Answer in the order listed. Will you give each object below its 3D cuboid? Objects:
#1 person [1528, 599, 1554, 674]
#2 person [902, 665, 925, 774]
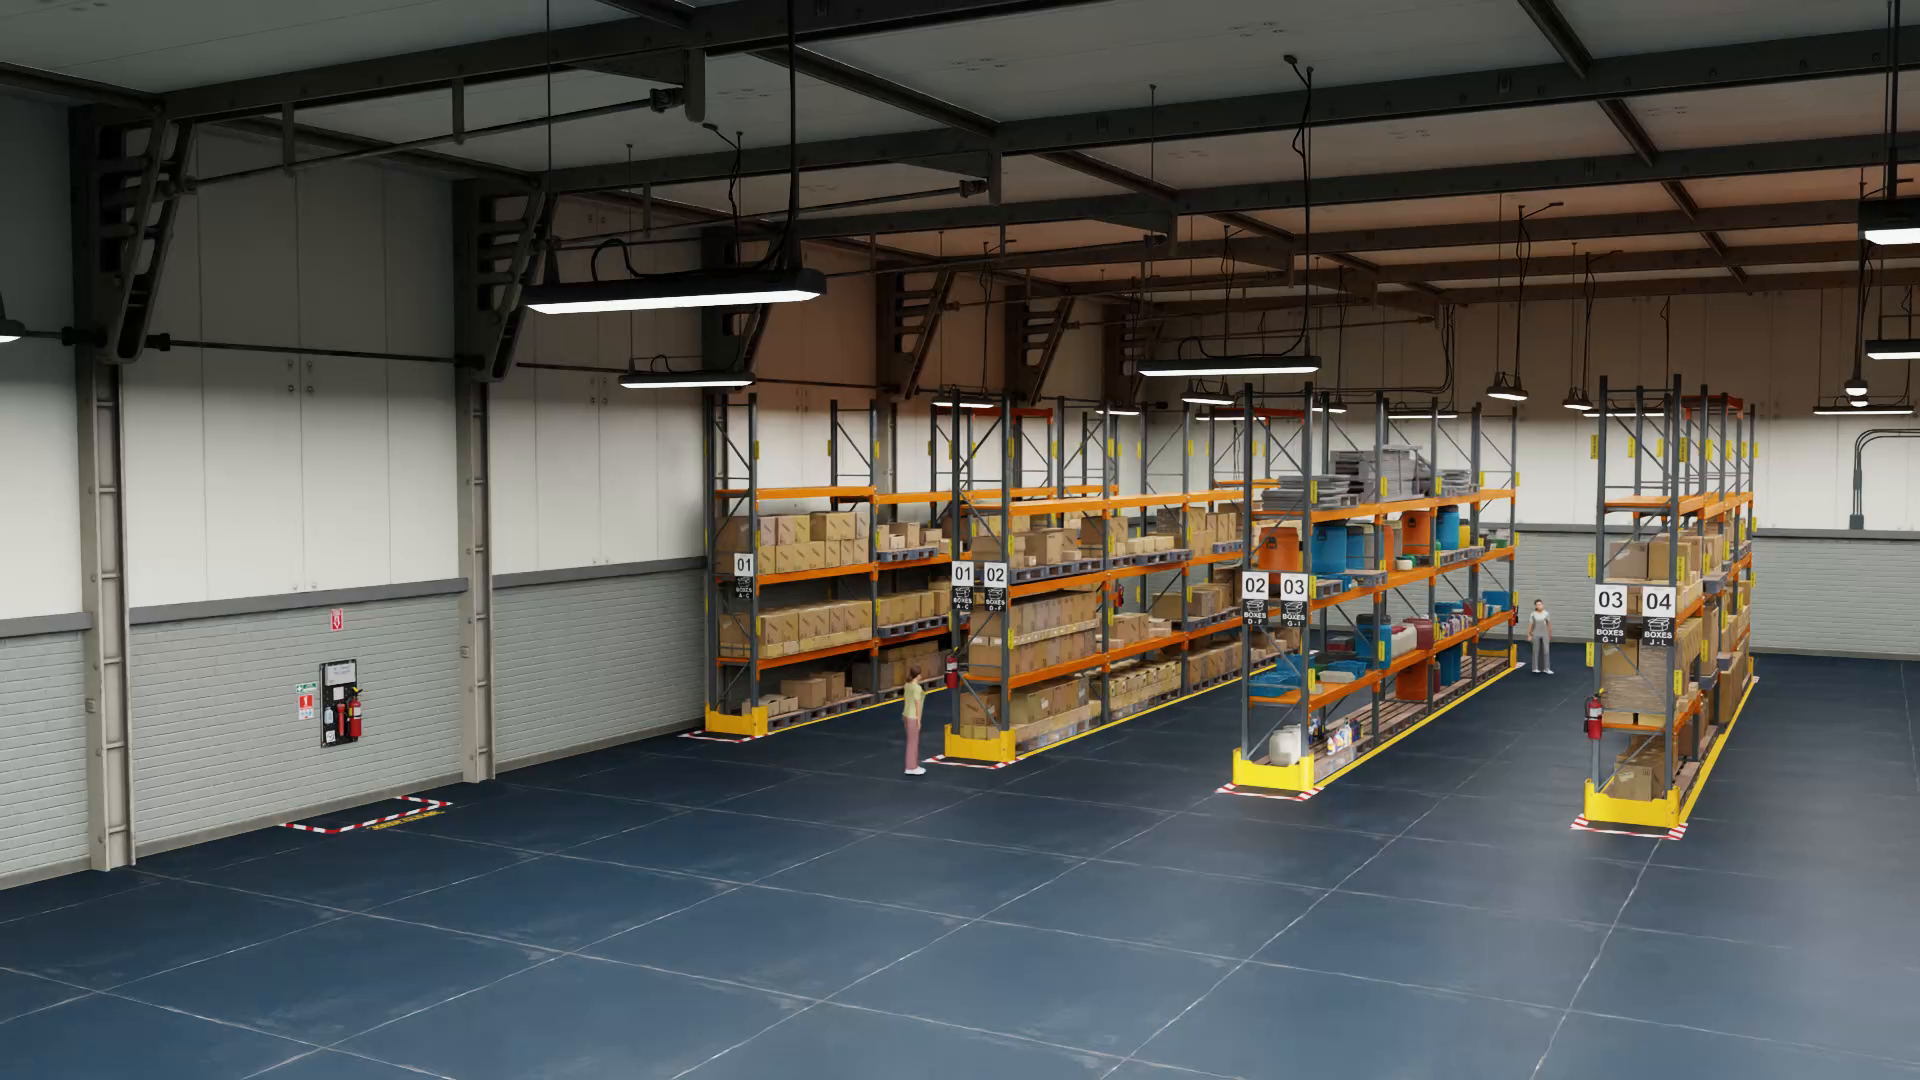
[{"bbox_3d":[13.024,2.166,37.298,0.567,1.687,0.321,1,3,10],"label":"person"},{"bbox_3d":[-0.670,2.779,25.707,0.398,1.693,0.471,-1,3,-25],"label":"person"}]
